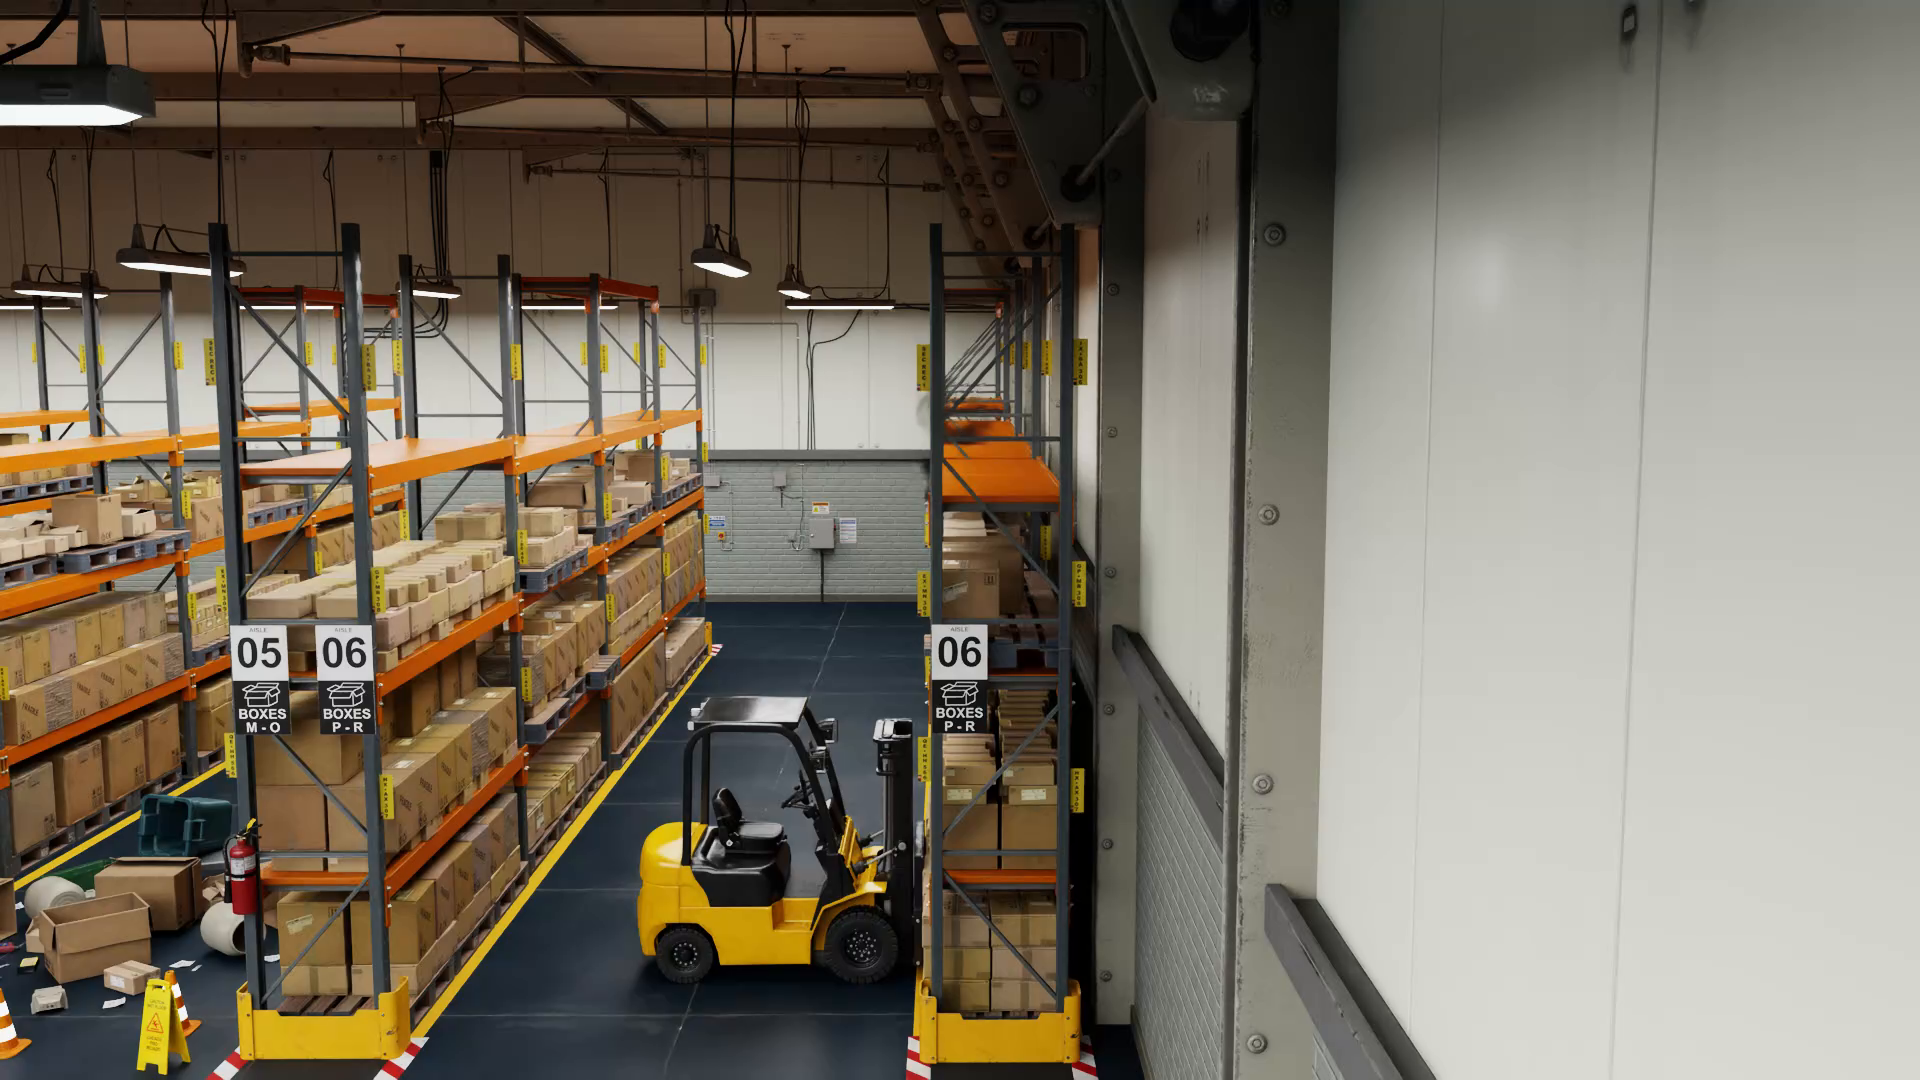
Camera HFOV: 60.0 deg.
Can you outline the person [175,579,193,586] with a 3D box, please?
[{"bbox_3d":[-11.449,1.427,24.611,0.662,1.745,0.597,0,7,2],"label":"person"}]
